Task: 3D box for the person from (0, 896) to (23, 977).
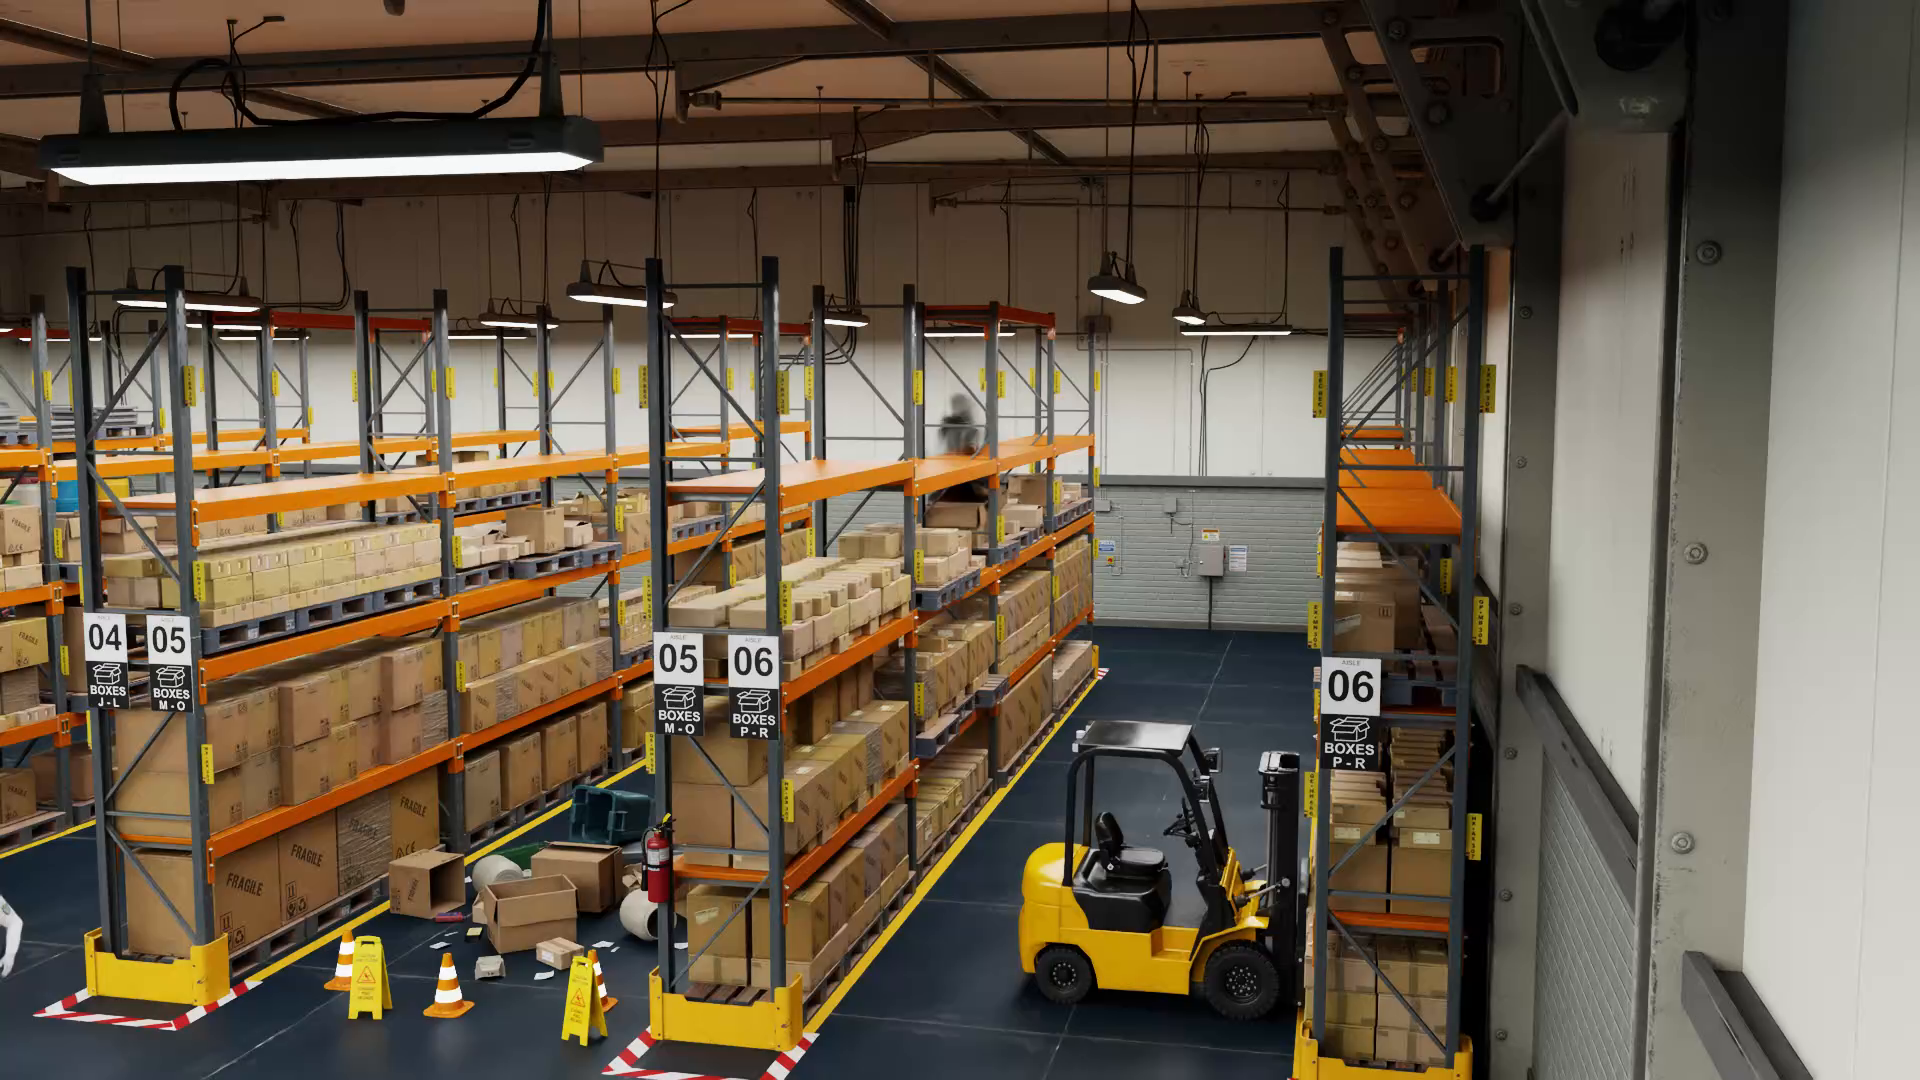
[{"bbox_3d":[-7.216,3.133,12.149,0.672,1.675,0.571,-4,7,-31],"label":"person"}]
